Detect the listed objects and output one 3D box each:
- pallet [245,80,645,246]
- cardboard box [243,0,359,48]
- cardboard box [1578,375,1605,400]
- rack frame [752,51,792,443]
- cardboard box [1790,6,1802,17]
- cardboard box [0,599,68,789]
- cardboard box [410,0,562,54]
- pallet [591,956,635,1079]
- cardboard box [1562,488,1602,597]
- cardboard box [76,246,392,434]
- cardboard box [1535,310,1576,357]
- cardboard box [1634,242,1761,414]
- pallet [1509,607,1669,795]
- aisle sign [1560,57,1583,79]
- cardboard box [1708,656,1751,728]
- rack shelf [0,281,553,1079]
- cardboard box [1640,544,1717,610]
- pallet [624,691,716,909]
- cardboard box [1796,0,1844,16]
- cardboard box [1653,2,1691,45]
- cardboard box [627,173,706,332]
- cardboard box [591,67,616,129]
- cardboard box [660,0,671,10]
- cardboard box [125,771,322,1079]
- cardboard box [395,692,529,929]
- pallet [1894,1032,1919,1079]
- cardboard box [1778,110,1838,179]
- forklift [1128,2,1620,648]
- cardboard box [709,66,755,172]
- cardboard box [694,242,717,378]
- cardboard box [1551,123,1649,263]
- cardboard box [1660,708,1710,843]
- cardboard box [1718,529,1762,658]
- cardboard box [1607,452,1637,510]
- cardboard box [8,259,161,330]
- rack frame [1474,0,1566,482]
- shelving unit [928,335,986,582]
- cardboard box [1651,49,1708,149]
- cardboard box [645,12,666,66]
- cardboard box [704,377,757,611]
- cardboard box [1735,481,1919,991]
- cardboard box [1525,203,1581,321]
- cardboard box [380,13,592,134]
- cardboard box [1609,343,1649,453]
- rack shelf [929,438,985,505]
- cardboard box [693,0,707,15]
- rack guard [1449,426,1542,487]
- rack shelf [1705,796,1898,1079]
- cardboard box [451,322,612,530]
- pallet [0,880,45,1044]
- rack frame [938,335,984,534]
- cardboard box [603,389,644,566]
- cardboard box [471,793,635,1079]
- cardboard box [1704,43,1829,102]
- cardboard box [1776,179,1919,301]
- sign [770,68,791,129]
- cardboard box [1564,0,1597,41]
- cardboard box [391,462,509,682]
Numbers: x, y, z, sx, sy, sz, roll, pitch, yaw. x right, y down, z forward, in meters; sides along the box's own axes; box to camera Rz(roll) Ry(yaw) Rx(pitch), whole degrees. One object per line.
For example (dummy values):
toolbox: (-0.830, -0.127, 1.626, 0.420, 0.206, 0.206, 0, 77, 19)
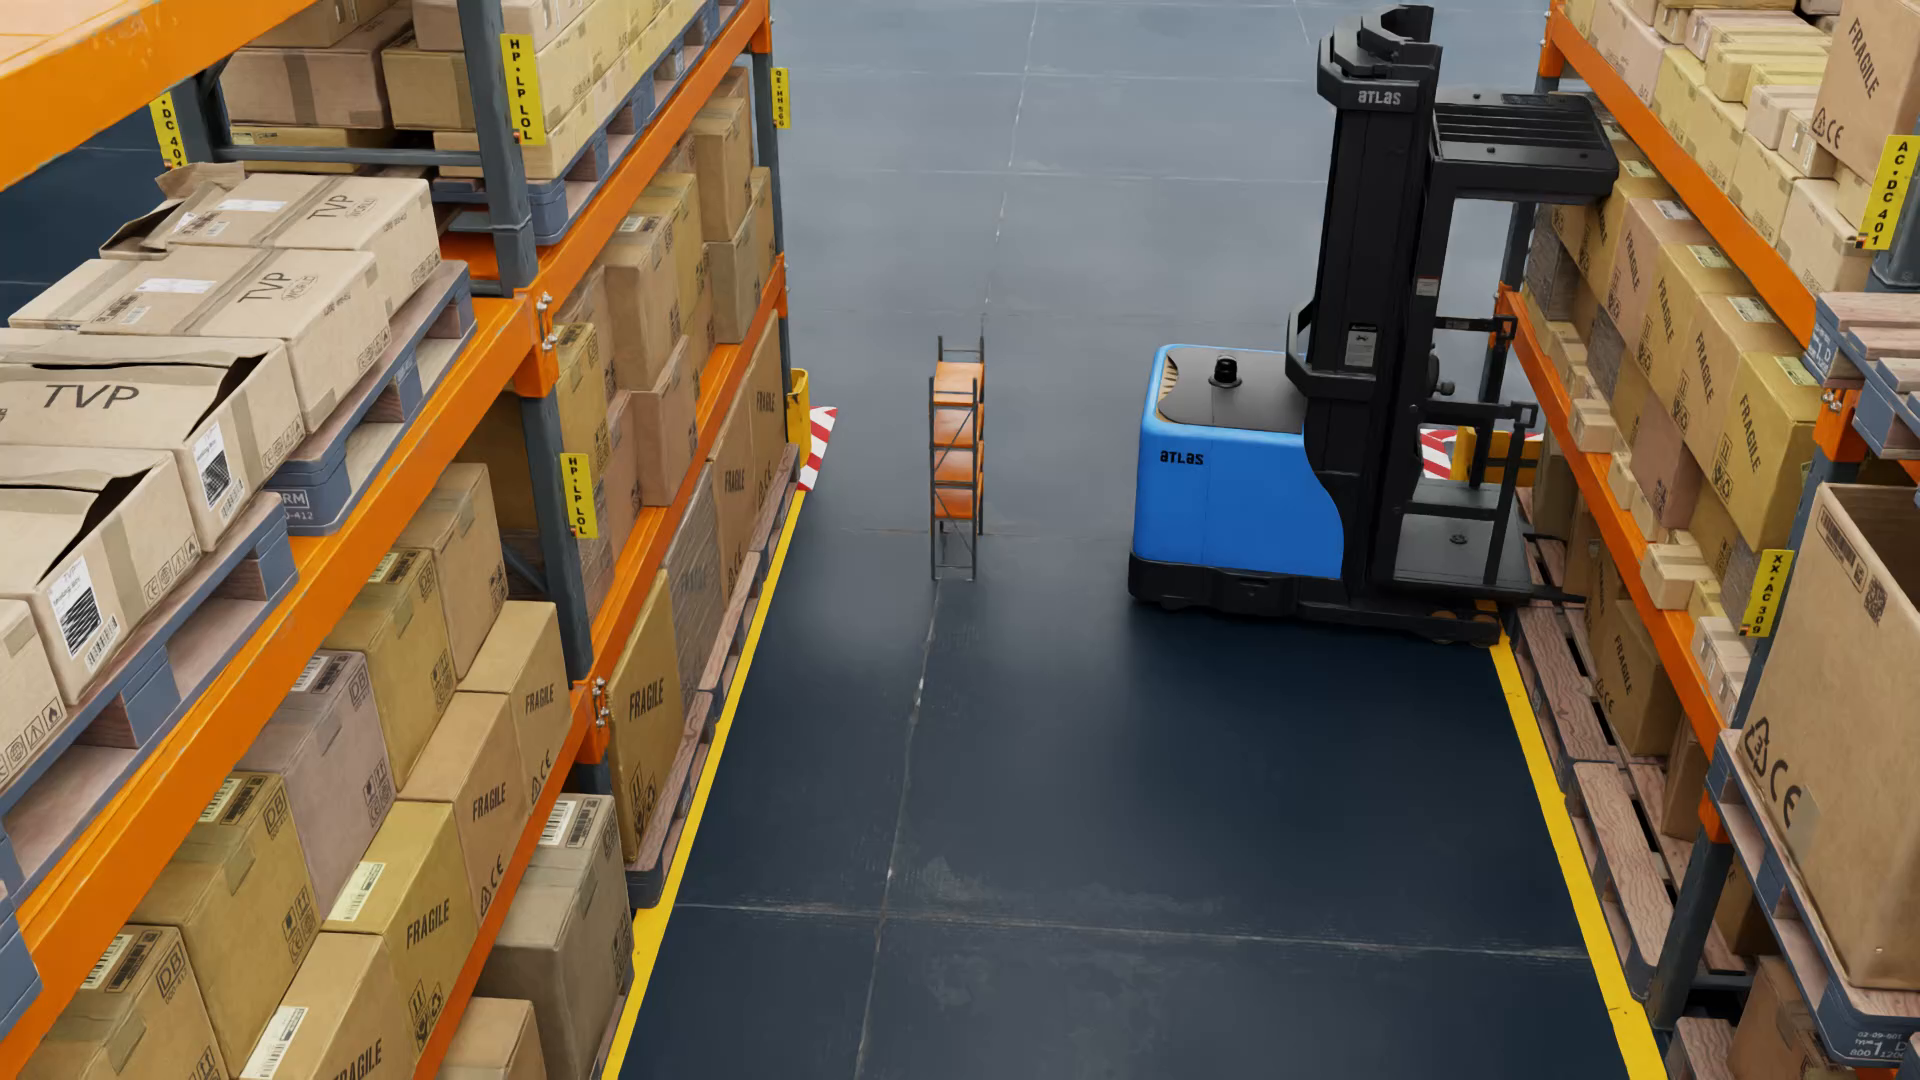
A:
pallet: (-1.750, -1.373, 5.844, 1.003, 0.211, 1.213, 2, 32, 4)
cardboard box: (-2.115, -1.642, 5.180, 0.380, 0.149, 0.250, 2, 32, 4)
cardboard box: (3.078, -0.633, 7.658, 0.380, 0.149, 0.250, 2, 32, 4)
rack frame: (-1.501, -1.798, 9.308, 1.000, 3.000, 0.127, 2, 32, 4)
cardboard box: (3.531, -2.222, 6.900, 0.380, 0.149, 0.250, 3, 32, 5)
cardboard box: (-1.833, 0.320, 2.660, 0.500, 0.250, 0.500, 3, 32, 5)
cardboard box: (-1.458, -1.613, 5.132, 0.380, 0.149, 0.250, 3, 32, 4)
pallet: (-1.814, 1.888, 5.985, 1.003, 0.211, 1.213, 2, 32, 4)
cardboard box: (3.352, -0.008, 8.386, 0.500, 0.500, 0.500, 11, 33, 17)
cardboard box: (-1.708, -0.485, 3.967, 0.500, 0.250, 0.500, 2, 32, 4)
cardboard box: (3.099, -1.027, 8.297, 0.380, 0.149, 0.250, 2, 32, 4)
cardboard box: (2.952, -0.806, 6.367, 0.500, 0.500, 0.500, 2, 32, 4)
pallet: (3.225, 0.753, 7.826, 1.003, 0.211, 1.213, 2, 32, 4)
aisle sign: (3.140, -2.685, 8.270, 0.394, 0.787, 0.004, 2, 32, 4)
cardboard box: (2.833, 0.541, 5.753, 0.380, 0.149, 0.250, 2, 32, 4)
rack shelf: (-1.989, 0.369, 3.619, 1.077, 0.370, 4.000, 2, 32, 4)
cardboard box: (2.852, 0.147, 6.392, 0.380, 0.149, 0.250, 2, 32, 4)
pallet: (-1.687, 1.087, 7.285, 1.003, 0.211, 1.213, 2, 32, 4)
cardboard box: (3.560, -2.371, 6.523, 0.500, 0.500, 0.500, 2, 32, 4)
cardboard box: (3.042, -2.103, 6.707, 0.380, 0.149, 0.250, 1, 32, 2)
cardboard box: (-1.617, -1.268, 7.275, 0.875, 0.550, 0.500, 2, 32, 4)
cardboard box: (-1.417, -1.539, 5.773, 0.380, 0.149, 0.250, 2, 32, 4)
cardboard box: (-1.387, -2.303, 6.633, 0.500, 0.250, 0.500, 3, 32, 4)
cardboard box: (-1.985, 0.883, 3.910, 0.700, 0.500, 0.500, 2, 32, 3)
cardboard box: (-1.644, 0.800, 4.998, 0.500, 0.500, 0.500, 2, 32, 3)
pallet: (2.903, 1.695, 3.823, 1.003, 0.211, 1.213, 2, 32, 4)
cardboard box: (2.894, -1.277, 5.367, 0.380, 0.149, 0.250, 1, 32, 2)
forklift: (2.444, -1.008, 8.092, 3.031, 2.935, 1.130, 6, 32, 9)
cardboard box: (-1.570, -2.129, 8.673, 0.875, 0.550, 0.550, 2, 32, 4)
cardboard box: (-1.680, -1.089, 8.016, 0.875, 0.550, 0.550, 2, 32, 4)
cardboard box: (3.070, -1.591, 7.640, 0.500, 0.500, 0.500, 2, 32, 4)
cardboard box: (3.220, 0.937, 6.853, 0.500, 0.500, 0.500, 13, 34, 19)
cardboard box: (3.207, 0.157, 5.758, 0.875, 0.500, 0.500, 2, 32, 4)
cardboard box: (2.970, -0.243, 7.025, 0.380, 0.149, 0.250, 2, 32, 4)
cardboard box: (-2.158, -0.566, 4.194, 0.250, 0.149, 0.380, 2, 32, 4)
rack frame: (3.434, -1.533, 8.878, 1.000, 3.000, 0.127, 2, 32, 4)
shelving unit: (-0.013, -0.424, 8.795, 0.258, 1.200, 0.503, 2, 32, 4)
cardboard box: (3.020, -1.704, 6.440, 0.500, 0.250, 0.500, 3, 32, 5)
cardboard box: (-1.356, -1.939, 6.422, 0.380, 0.149, 0.250, 2, 32, 4)
cardboard box: (-1.560, -0.254, 8.428, 0.875, 0.875, 0.875, 2, 32, 3)
cardboard box: (2.904, 0.534, 4.552, 1.000, 1.000, 1.000, 3, 32, 4)
cardboard box: (3.362, -1.416, 8.309, 0.875, 0.500, 0.500, 2, 32, 4)
cardboard box: (-1.508, -1.511, 5.347, 0.500, 0.250, 0.500, 3, 32, 4)
cardboard box: (3.305, -0.629, 7.032, 0.875, 0.500, 0.500, 2, 32, 4)
rack shelf: (-0.013, -0.367, 8.830, 0.258, 0.148, 0.480, 2, 32, 4)
cardboard box: (-1.294, -2.336, 7.067, 0.380, 0.149, 0.250, 3, 32, 4)
rack guard: (3.428, -0.429, 9.470, 1.175, 0.500, 0.348, 2, 32, 4)
rack shelf: (2.946, 1.911, 3.976, 1.077, 0.370, 4.000, 2, 32, 4)
cardboard box: (-1.762, -0.421, 5.902, 0.875, 0.550, 0.550, 2, 32, 4)
pallet: (-2.153, 0.850, 2.332, 1.213, 0.211, 1.003, 4, 32, 6)
rack frame: (0.006, -0.552, 9.002, 0.240, 1.200, 0.015, 2, 32, 4)
cardboard box: (-1.786, -0.252, 6.657, 0.875, 0.550, 0.550, 2, 32, 4)
cardboard box: (-1.788, 1.401, 5.861, 1.050, 0.750, 0.750, 2, 32, 4)
cardboard box: (2.949, -1.696, 6.047, 0.380, 0.149, 0.250, 4, 32, 6)
cardboard box: (2.886, -0.904, 5.142, 0.500, 0.250, 0.500, 4, 32, 6)
sign: (-0.961, -2.361, 8.892, 0.100, 0.325, 0.005, 2, 32, 4)
cardboard box: (3.137, -2.505, 7.740, 0.500, 0.250, 0.500, 3, 32, 5)
cardboard box: (-1.861, 0.086, 5.204, 0.700, 0.500, 0.500, 2, 32, 3)
